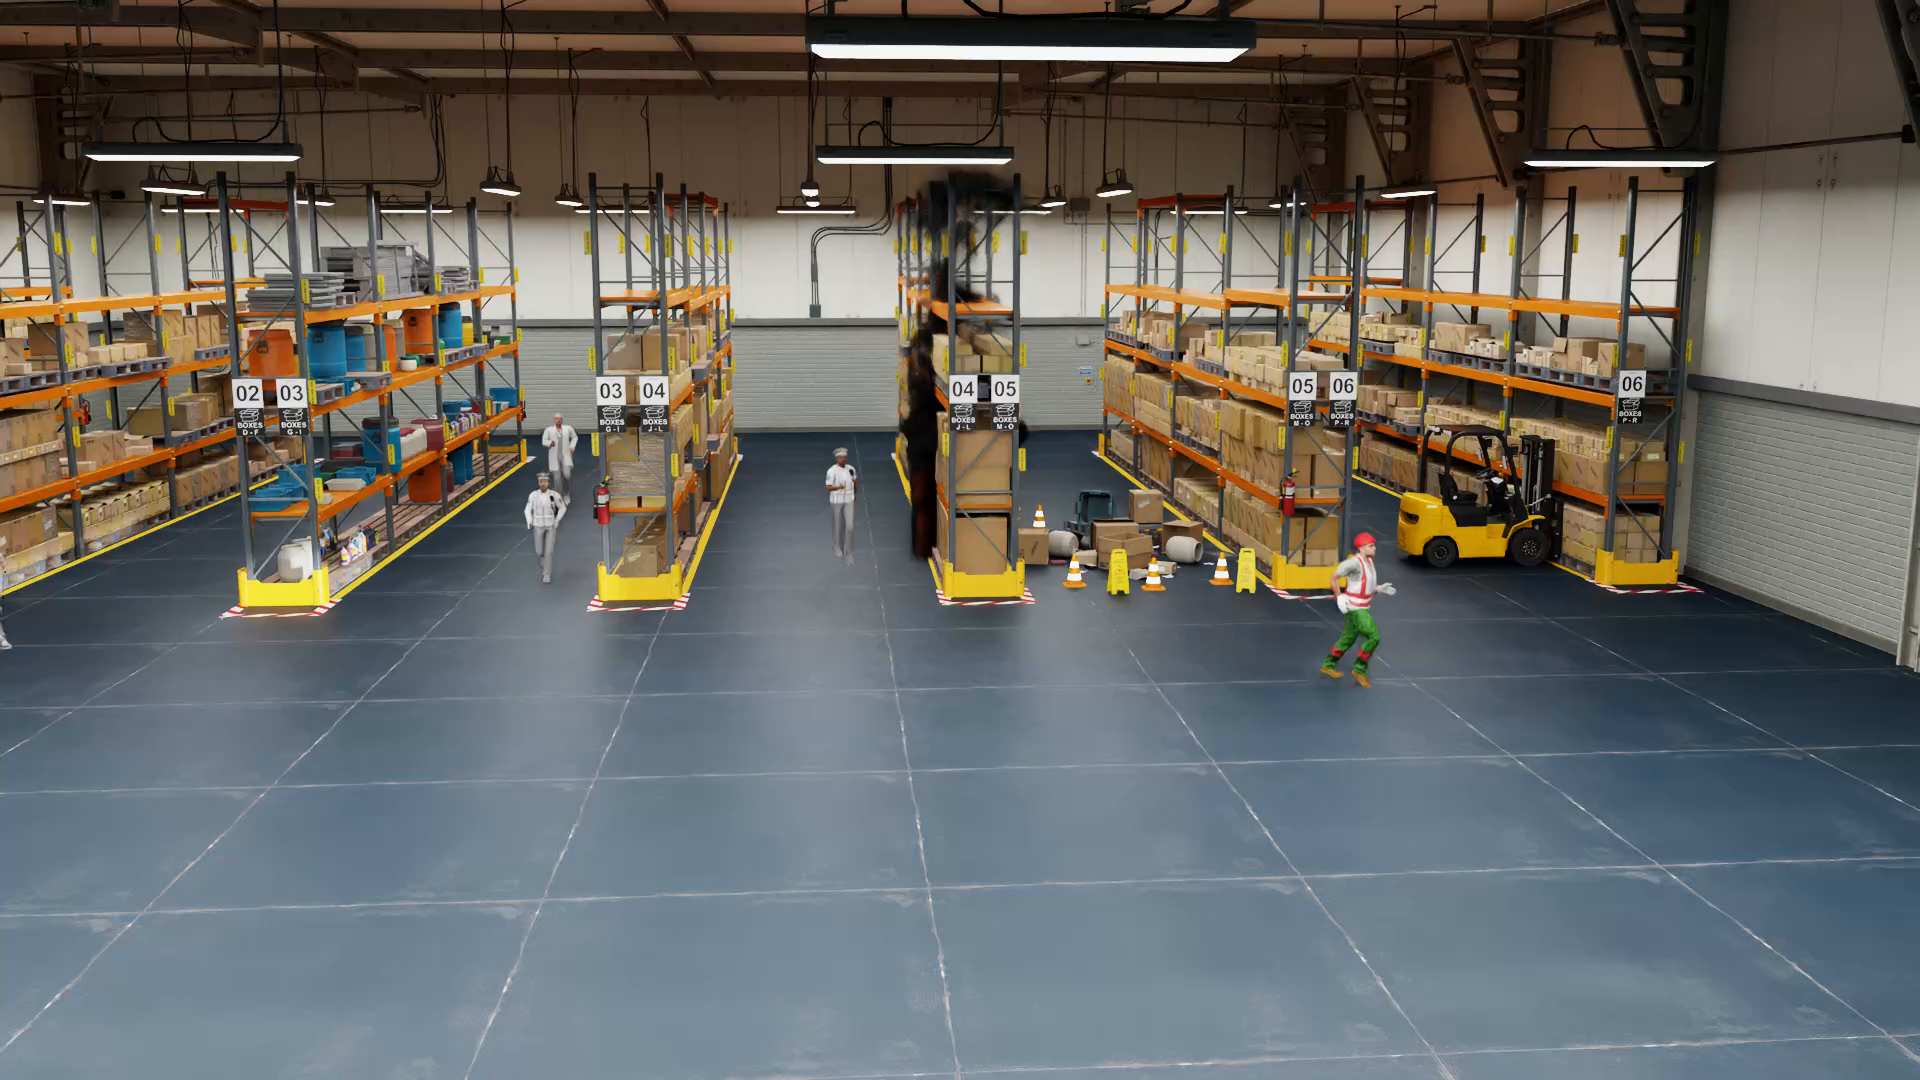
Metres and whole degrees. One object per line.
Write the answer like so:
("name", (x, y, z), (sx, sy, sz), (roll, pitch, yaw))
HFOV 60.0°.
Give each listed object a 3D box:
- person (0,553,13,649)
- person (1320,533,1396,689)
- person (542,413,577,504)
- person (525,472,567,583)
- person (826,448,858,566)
("person", (-12.306, 0.566, 20.966), (0.777, 1.600, 0.500), (4, 11, 24))
("person", (4.567, 0.803, 19.107), (0.838, 1.809, 0.565), (6, 12, 30))
("person", (-7.832, -1.580, 32.620), (0.687, 1.803, 0.734), (-3, 10, -14))
("person", (-6.275, -0.215, 25.216), (0.620, 1.664, 0.624), (-1, 10, -8))
("person", (-1.760, -0.508, 25.201), (0.553, 1.800, 0.666), (-3, 10, -16))
